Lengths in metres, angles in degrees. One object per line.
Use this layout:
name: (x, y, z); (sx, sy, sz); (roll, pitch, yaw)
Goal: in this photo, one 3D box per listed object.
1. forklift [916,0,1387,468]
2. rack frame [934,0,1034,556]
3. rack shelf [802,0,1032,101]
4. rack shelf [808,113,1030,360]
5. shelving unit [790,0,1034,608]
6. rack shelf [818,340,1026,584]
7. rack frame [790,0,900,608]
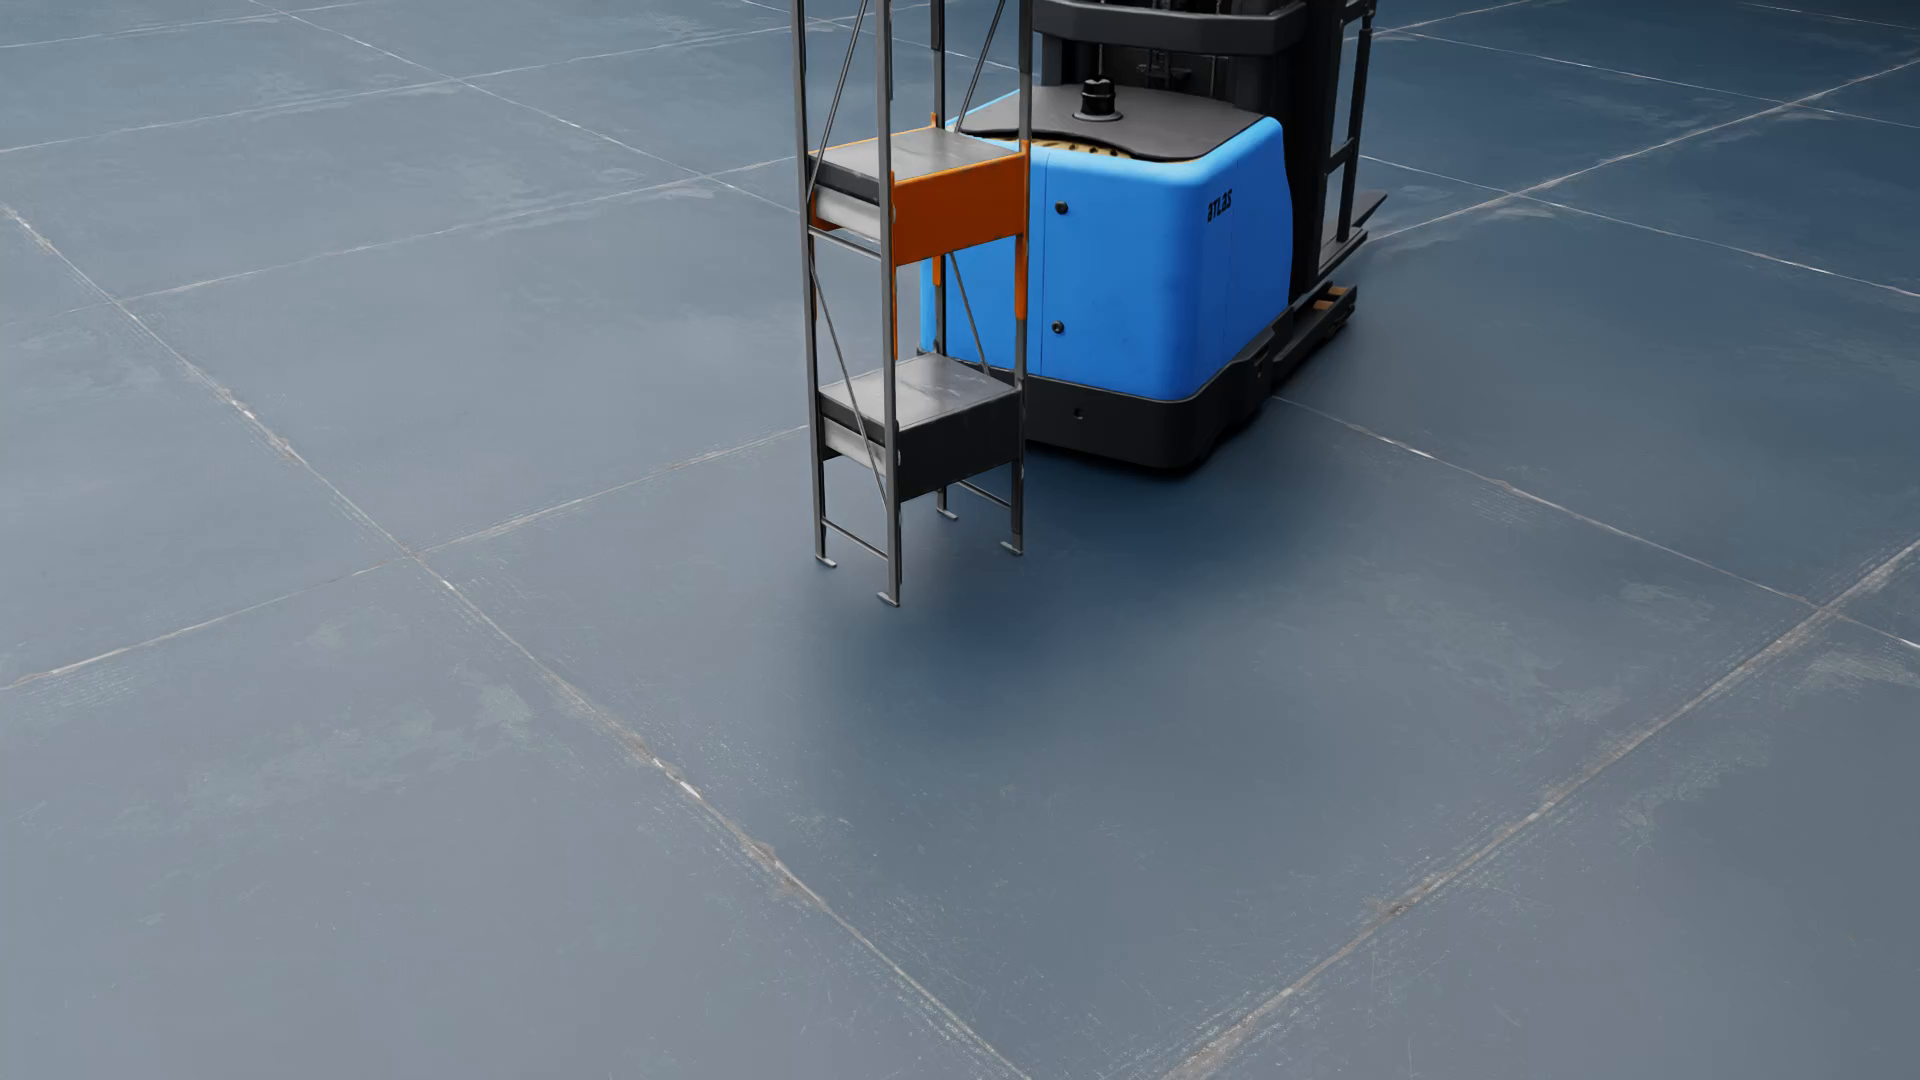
forklift: (0.995, -2.194, 6.246); (1.130, 2.935, 3.031); (14, 31, 25)
rack frame: (0.060, -0.950, 4.800); (0.015, 2.100, 0.400); (-22, 35, -35)
rack shelf: (-0.126, -1.481, 4.337); (0.480, 0.518, 0.431); (-22, 35, -35)
rack shelf: (-0.126, -0.863, 4.667); (0.480, 0.518, 0.431); (-22, 35, -35)
shelving unit: (-0.126, -0.875, 4.660); (0.503, 2.100, 0.431); (-22, 35, -35)
rack shelf: (-0.126, -0.246, 4.997); (0.480, 0.518, 0.431); (-22, 35, -35)
rack frame: (-0.312, -0.801, 4.521); (0.015, 2.100, 0.400); (-22, 35, -35)
